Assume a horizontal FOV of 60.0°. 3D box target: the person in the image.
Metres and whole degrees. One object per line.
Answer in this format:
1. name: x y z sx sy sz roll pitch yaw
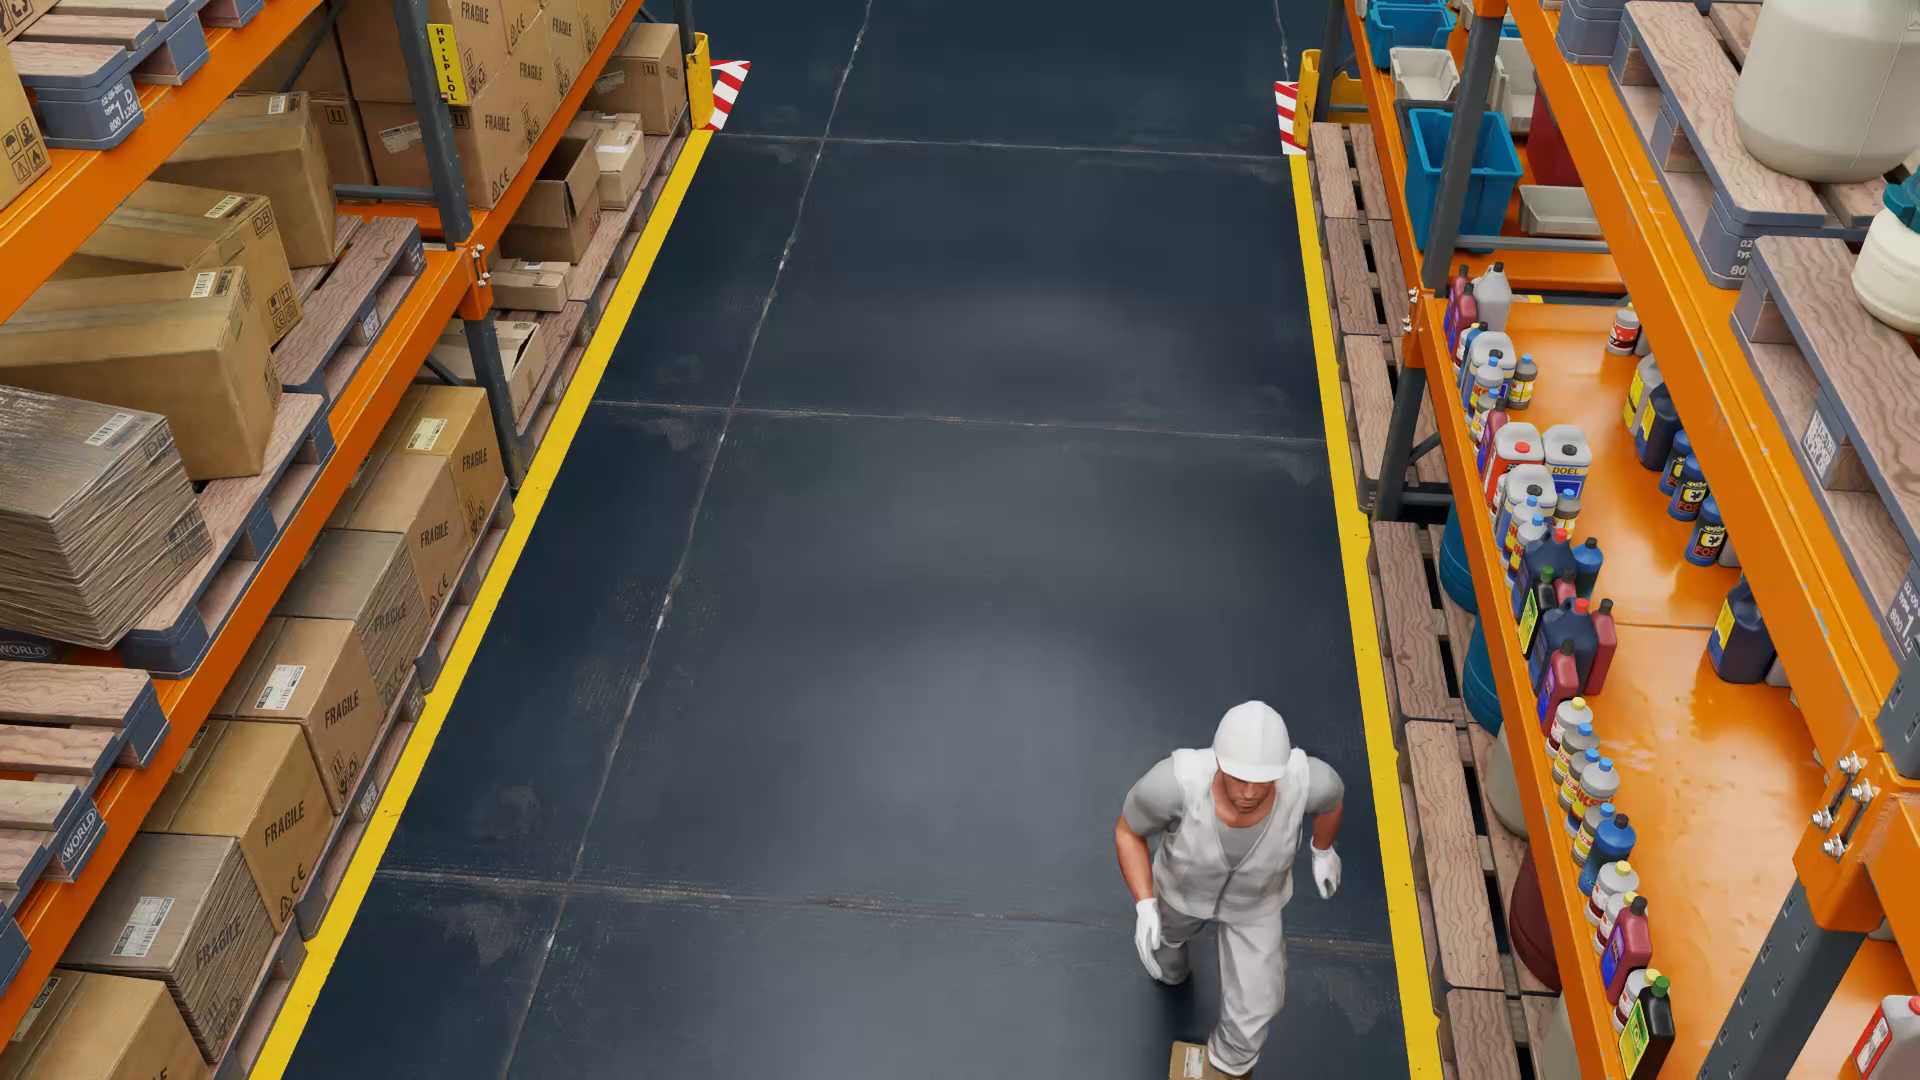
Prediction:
1. person: 0.796 1.002 4.960 0.674 1.703 0.909 8 40 10
